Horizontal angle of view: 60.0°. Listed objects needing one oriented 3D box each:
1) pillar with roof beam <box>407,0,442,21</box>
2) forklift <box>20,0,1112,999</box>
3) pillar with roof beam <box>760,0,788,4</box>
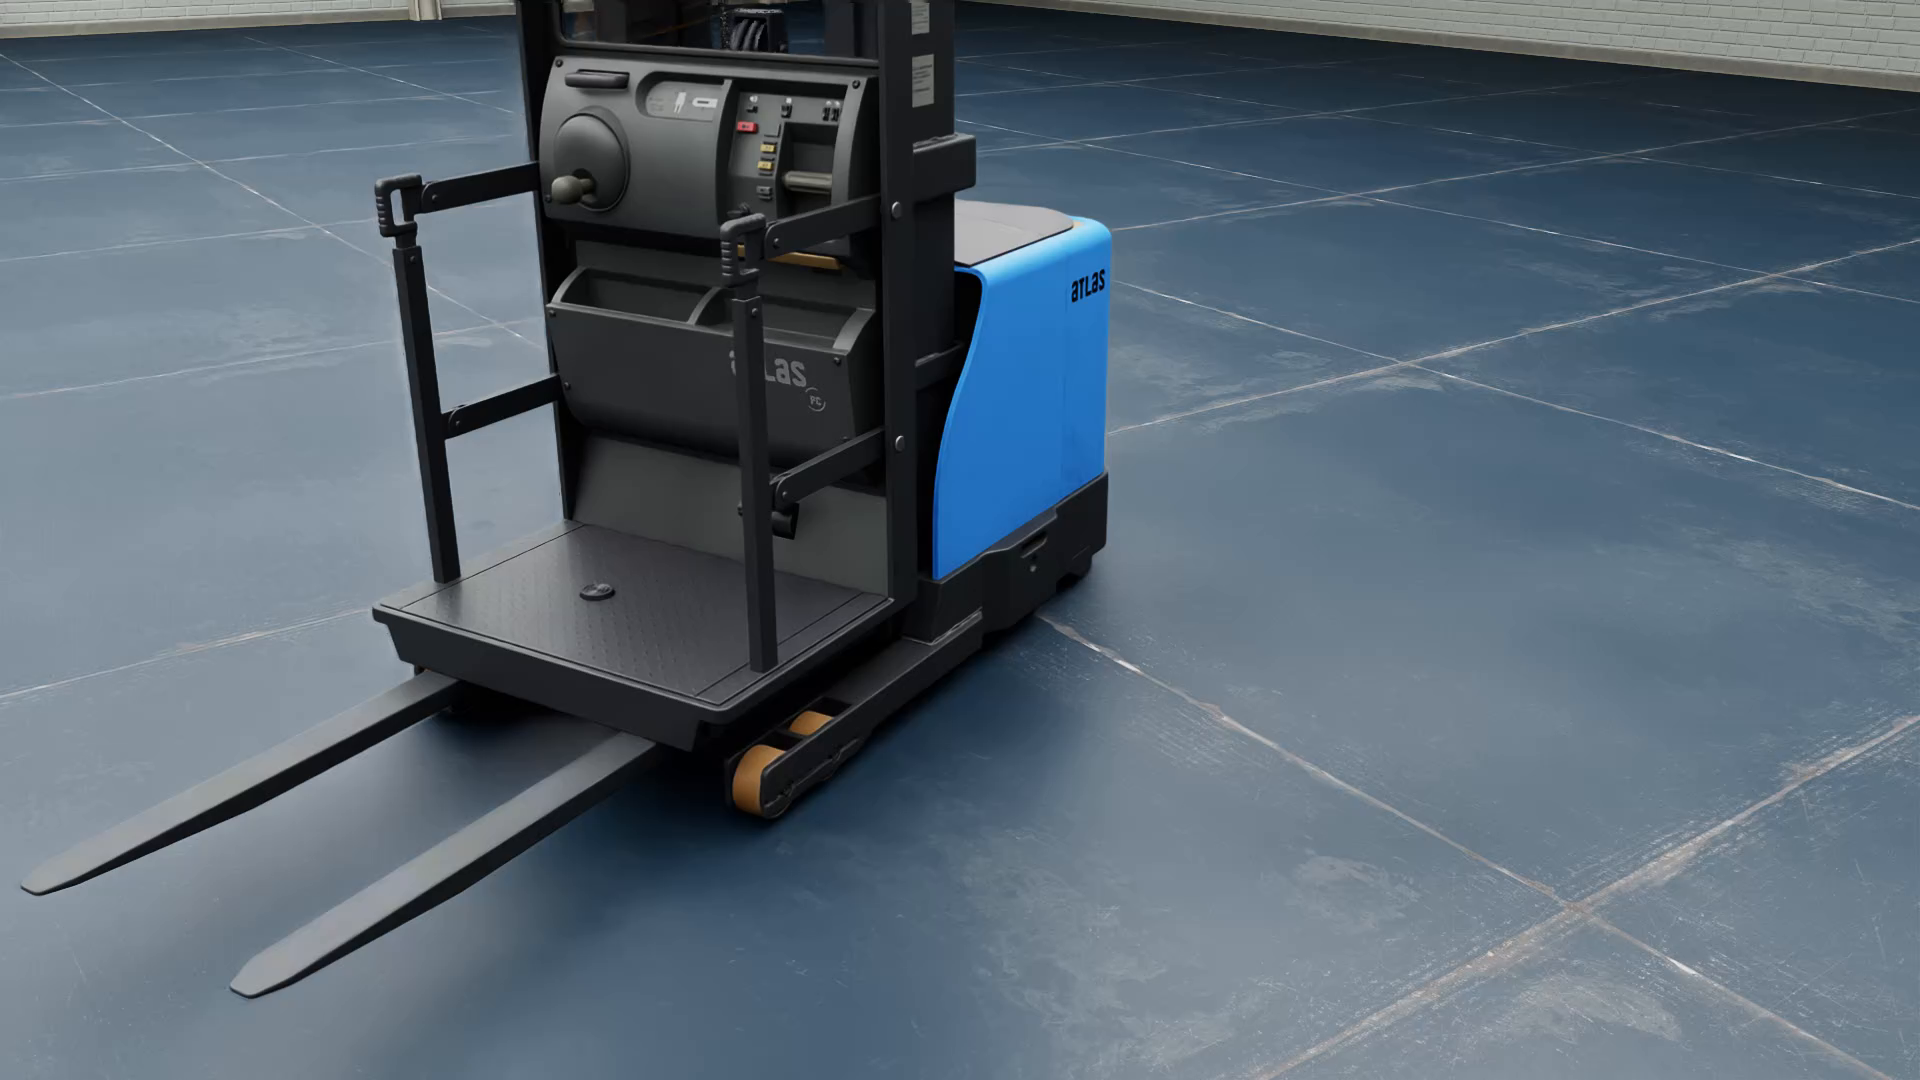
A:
[{"bbox_3d":[-5.535,-10.730,20.145,0.400,9.000,9.100,-15,26,-33],"label":"pillar with roof beam"},{"bbox_3d":[-0.728,-0.919,3.745,1.130,2.935,3.031,12,25,28],"label":"forklift"},{"bbox_3d":[-0.664,-12.029,23.400,0.400,9.000,9.100,-15,26,-33],"label":"pillar with roof beam"}]
